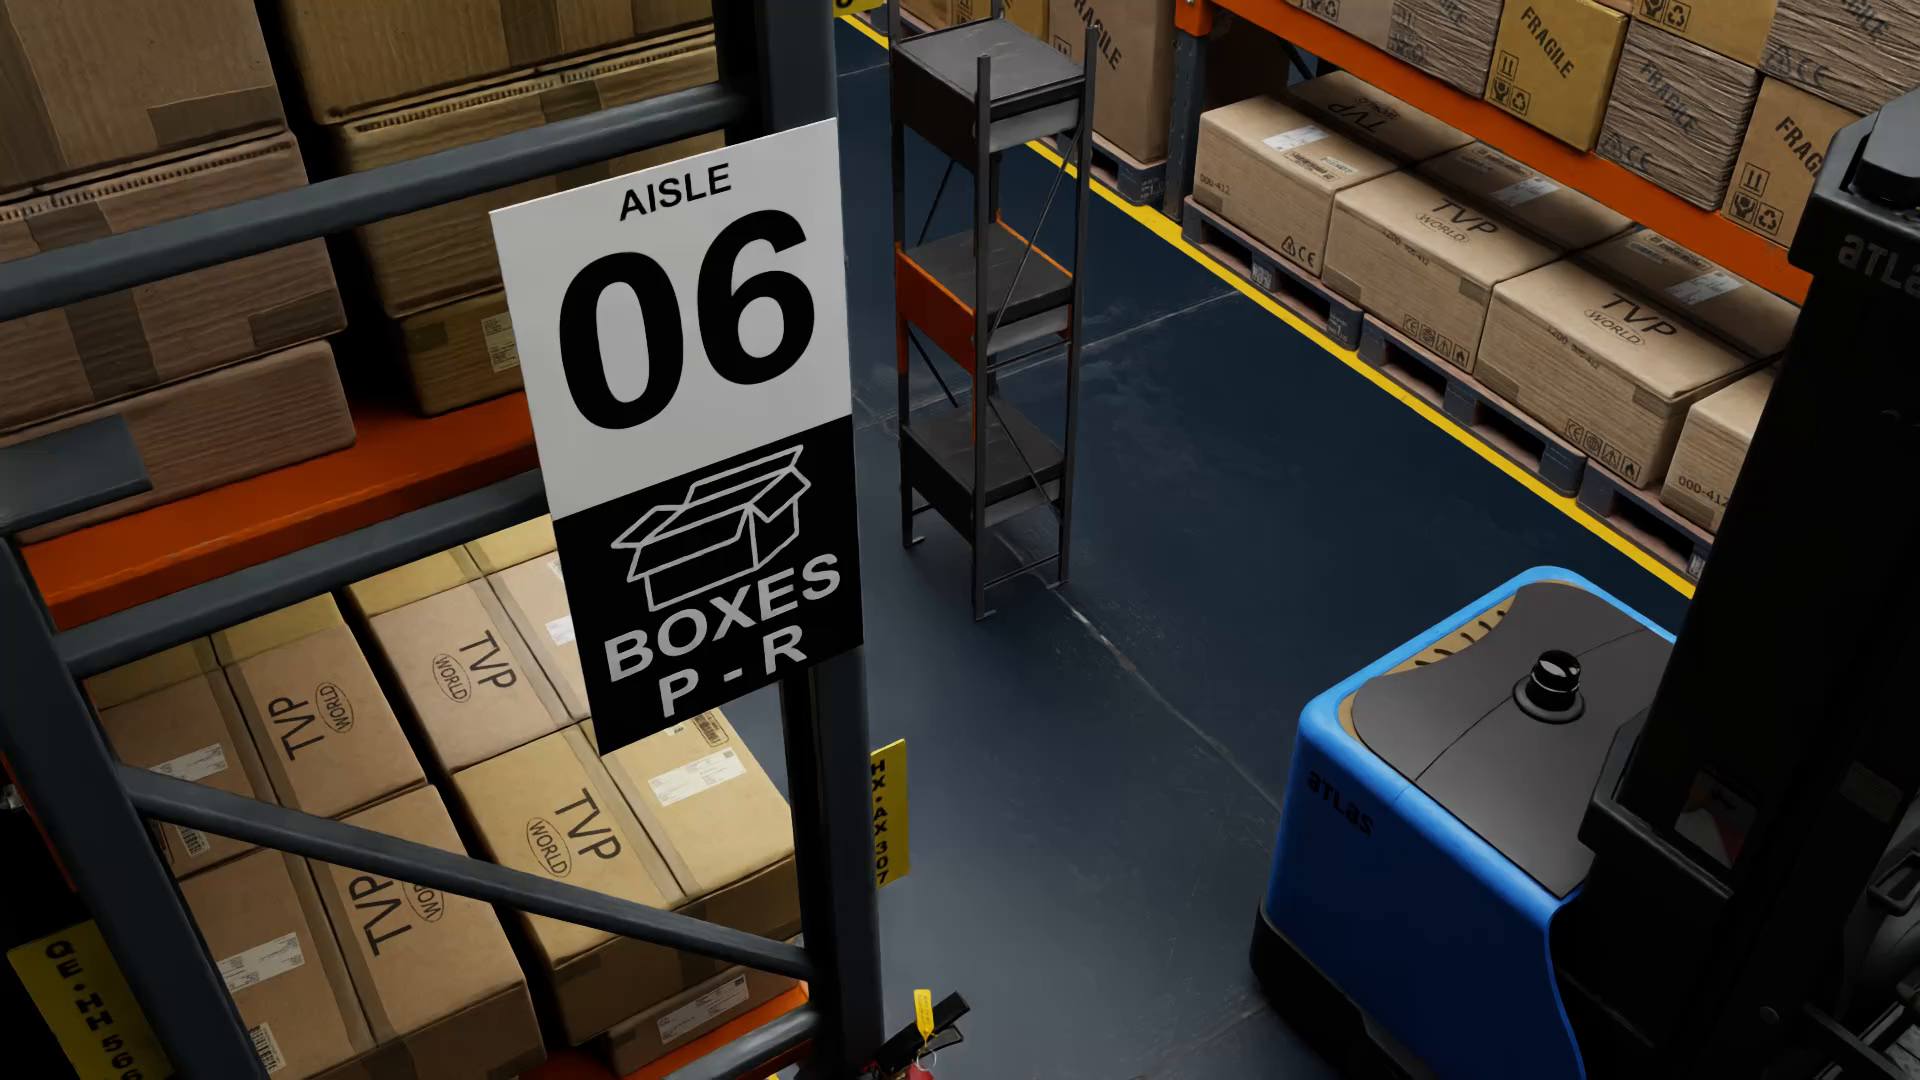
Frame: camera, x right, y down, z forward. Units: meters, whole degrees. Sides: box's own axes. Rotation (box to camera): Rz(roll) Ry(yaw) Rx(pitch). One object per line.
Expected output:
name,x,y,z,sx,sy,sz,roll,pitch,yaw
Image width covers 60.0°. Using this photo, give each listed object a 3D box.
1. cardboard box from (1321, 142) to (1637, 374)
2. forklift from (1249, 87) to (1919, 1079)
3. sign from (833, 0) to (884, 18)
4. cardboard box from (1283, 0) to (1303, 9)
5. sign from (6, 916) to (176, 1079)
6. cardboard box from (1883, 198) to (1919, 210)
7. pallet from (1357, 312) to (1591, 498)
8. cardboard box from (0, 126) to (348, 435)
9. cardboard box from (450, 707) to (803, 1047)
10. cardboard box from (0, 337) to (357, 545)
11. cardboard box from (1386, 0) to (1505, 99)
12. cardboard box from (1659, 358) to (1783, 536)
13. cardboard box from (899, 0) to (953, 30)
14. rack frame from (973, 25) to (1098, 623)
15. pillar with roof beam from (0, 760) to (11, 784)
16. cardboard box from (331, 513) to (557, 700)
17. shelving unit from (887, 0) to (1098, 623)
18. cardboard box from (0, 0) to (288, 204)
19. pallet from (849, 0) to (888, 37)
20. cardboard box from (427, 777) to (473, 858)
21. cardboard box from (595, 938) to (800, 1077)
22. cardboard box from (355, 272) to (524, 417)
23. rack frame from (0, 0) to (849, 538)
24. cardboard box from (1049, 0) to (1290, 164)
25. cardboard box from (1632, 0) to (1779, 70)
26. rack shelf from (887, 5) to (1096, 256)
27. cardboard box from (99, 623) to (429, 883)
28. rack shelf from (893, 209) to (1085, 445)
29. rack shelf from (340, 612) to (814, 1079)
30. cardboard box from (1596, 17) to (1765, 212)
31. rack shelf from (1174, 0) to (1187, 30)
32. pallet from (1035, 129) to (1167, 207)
cardboard box,2.176,-1.215,7.038,0.875,0.438,0.875,-24,45,-26
forklift,2.101,0.685,3.138,1.130,2.935,3.031,-25,46,-27
sign,-0.128,-0.702,1.724,0.100,0.325,0.005,-22,45,-24
cardboard box,1.478,-2.592,6.939,0.500,0.500,0.500,-21,44,-23
sign,-1.064,0.587,2.051,0.100,0.325,0.005,-22,45,-24
cardboard box,3.115,-0.946,4.964,0.500,0.500,0.500,-22,45,-24
pallet,2.450,-0.729,6.960,1.003,0.211,1.213,-22,45,-24
cardboard box,-1.054,-0.383,1.908,0.500,0.250,0.500,-23,45,-25
cardboard box,-0.602,0.578,3.098,0.500,0.250,0.500,-22,45,-24
cardboard box,-0.953,-0.176,1.972,0.380,0.149,0.250,-21,44,-23
cardboard box,2.007,-2.048,6.287,0.500,0.500,0.500,-22,45,-24
cardboard box,3.158,-0.237,5.864,0.875,0.438,0.875,-24,45,-26
cardboard box,0.073,-3.517,9.459,0.875,0.875,0.875,-22,44,-24
rack frame,0.220,-0.586,5.313,0.400,2.100,0.015,-22,45,-24
pillar with roof beam,0.508,-4.287,4.365,9.100,9.000,0.400,-22,45,-24
cardboard box,-1.149,0.034,3.751,0.500,0.250,0.500,-23,45,-25
shelving unit,0.089,-0.717,5.471,0.431,2.100,0.503,-22,45,-24
cardboard box,-1.060,-0.572,1.745,0.500,0.250,0.500,-23,45,-26
pallet,-0.344,-3.533,10.325,1.003,0.211,1.213,-22,45,-24
cardboard box,-0.877,0.546,3.448,0.380,0.149,0.250,-23,45,-25
cardboard box,-0.531,0.797,3.146,0.380,0.149,0.250,-23,45,-25
cardboard box,-0.561,-0.335,2.162,0.380,0.149,0.250,-21,44,-24
rack frame,-0.586,-1.332,0.819,1.000,3.000,0.127,-22,45,-24
cardboard box,1.046,-2.549,8.298,0.875,0.875,0.875,-21,44,-23
cardboard box,2.569,-1.879,5.302,0.500,0.500,0.500,-22,45,-25
rack shelf,0.089,-1.245,5.031,0.431,0.518,0.480,-22,45,-24
cardboard box,-1.333,0.480,3.215,0.500,0.250,0.500,-22,45,-24
rack shelf,0.089,-0.707,5.479,0.431,0.518,0.480,-22,45,-24
rack shelf,-1.661,0.170,4.265,1.077,0.370,4.000,-22,45,-24
cardboard box,2.573,-1.496,5.624,0.500,0.500,0.500,-21,44,-23
rack shelf,0.371,-3.700,8.909,1.077,0.370,4.000,-22,45,-24
pallet,0.968,-2.216,8.745,1.003,0.211,1.213,-22,45,-24
